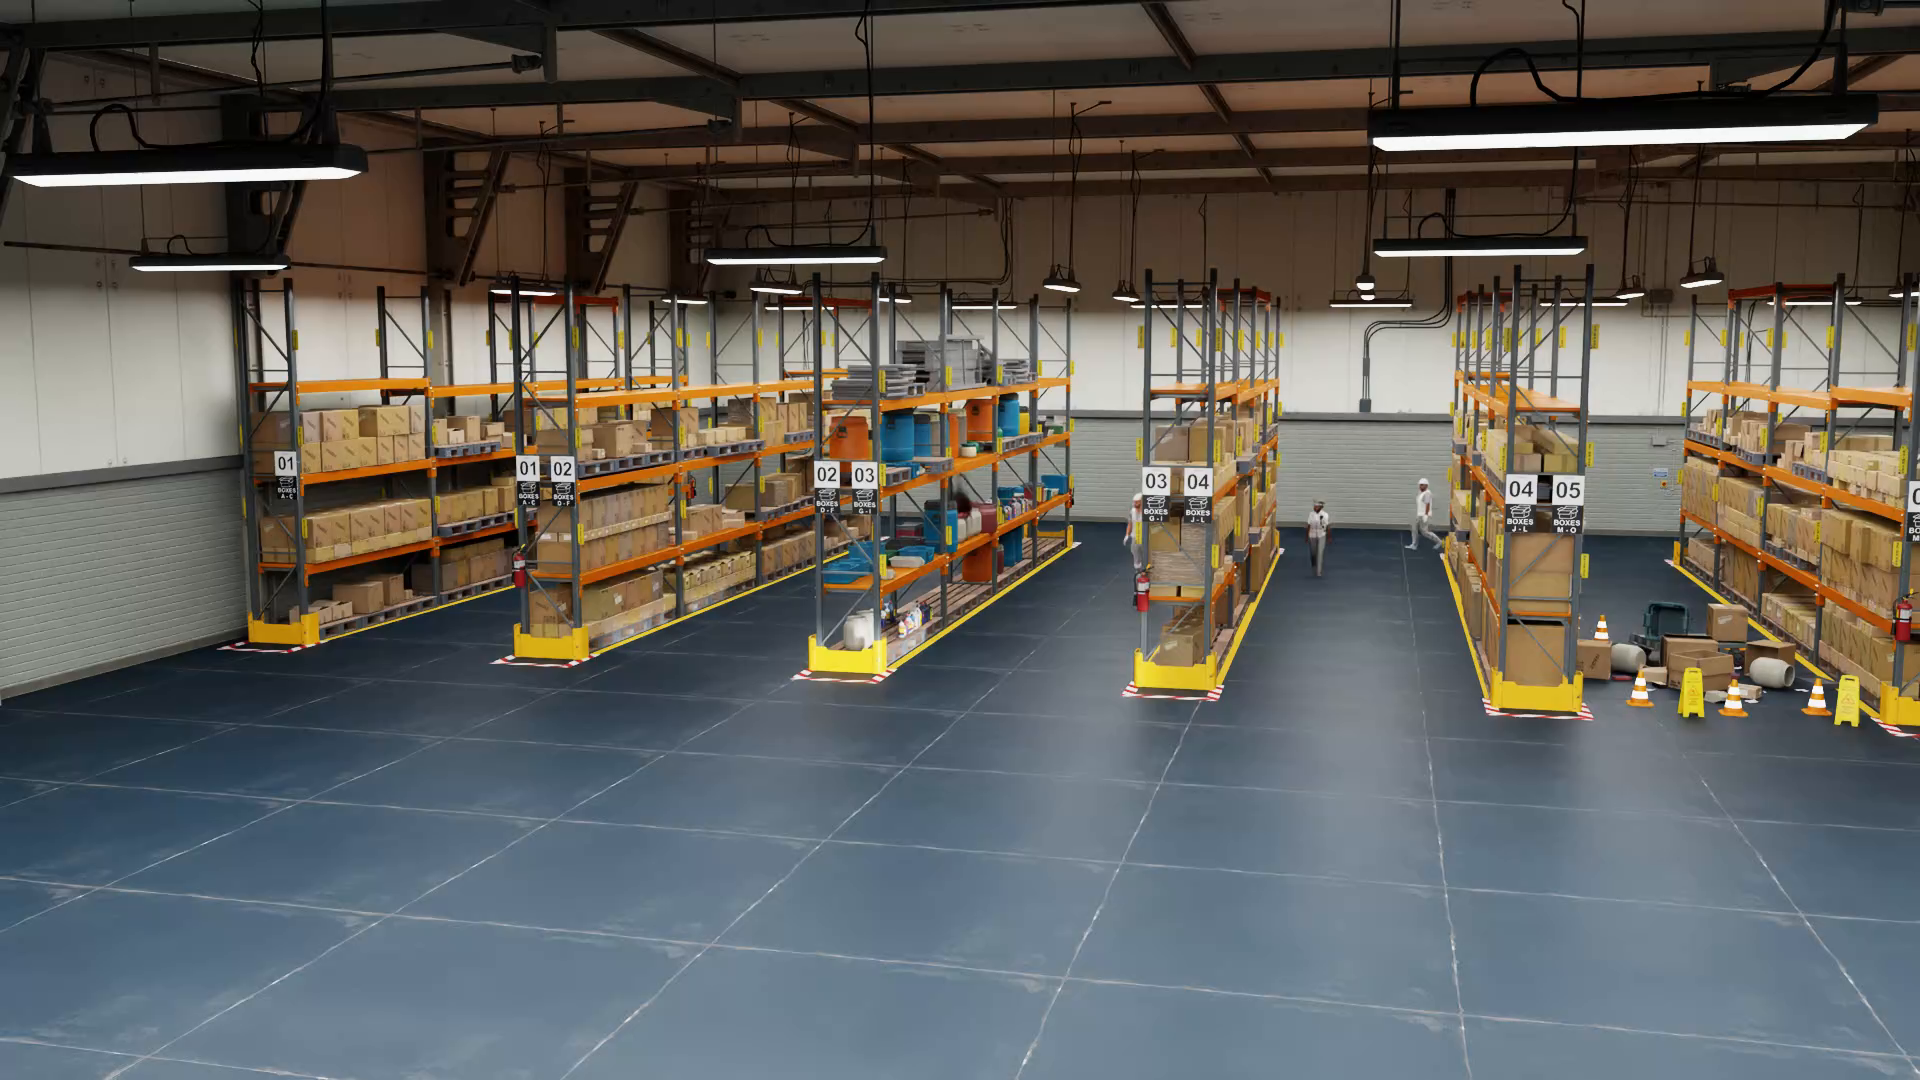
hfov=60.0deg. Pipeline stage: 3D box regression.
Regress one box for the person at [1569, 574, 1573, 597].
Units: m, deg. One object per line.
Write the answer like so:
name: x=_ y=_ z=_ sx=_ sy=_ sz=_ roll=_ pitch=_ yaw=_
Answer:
person: x=11.927 y=0.207 z=32.683 sx=0.634 sy=1.785 sz=0.533 roll=-7 pitch=10 yaw=-44

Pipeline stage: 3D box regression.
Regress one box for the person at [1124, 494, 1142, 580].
person: x=3.524 y=-0.033 z=32.266 sx=0.687 sy=1.728 sz=1.009 roll=2 pitch=7 yaw=13

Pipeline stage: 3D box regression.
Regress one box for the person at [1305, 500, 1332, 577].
person: x=7.652 y=-0.056 z=35.461 sx=0.540 sy=1.633 sz=0.928 roll=2 pitch=7 yaw=19

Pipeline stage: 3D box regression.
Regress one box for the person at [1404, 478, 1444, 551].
person: x=11.059 y=-0.601 z=39.520 sx=0.932 sy=1.744 sz=0.731 roll=2 pitch=7 yaw=16
